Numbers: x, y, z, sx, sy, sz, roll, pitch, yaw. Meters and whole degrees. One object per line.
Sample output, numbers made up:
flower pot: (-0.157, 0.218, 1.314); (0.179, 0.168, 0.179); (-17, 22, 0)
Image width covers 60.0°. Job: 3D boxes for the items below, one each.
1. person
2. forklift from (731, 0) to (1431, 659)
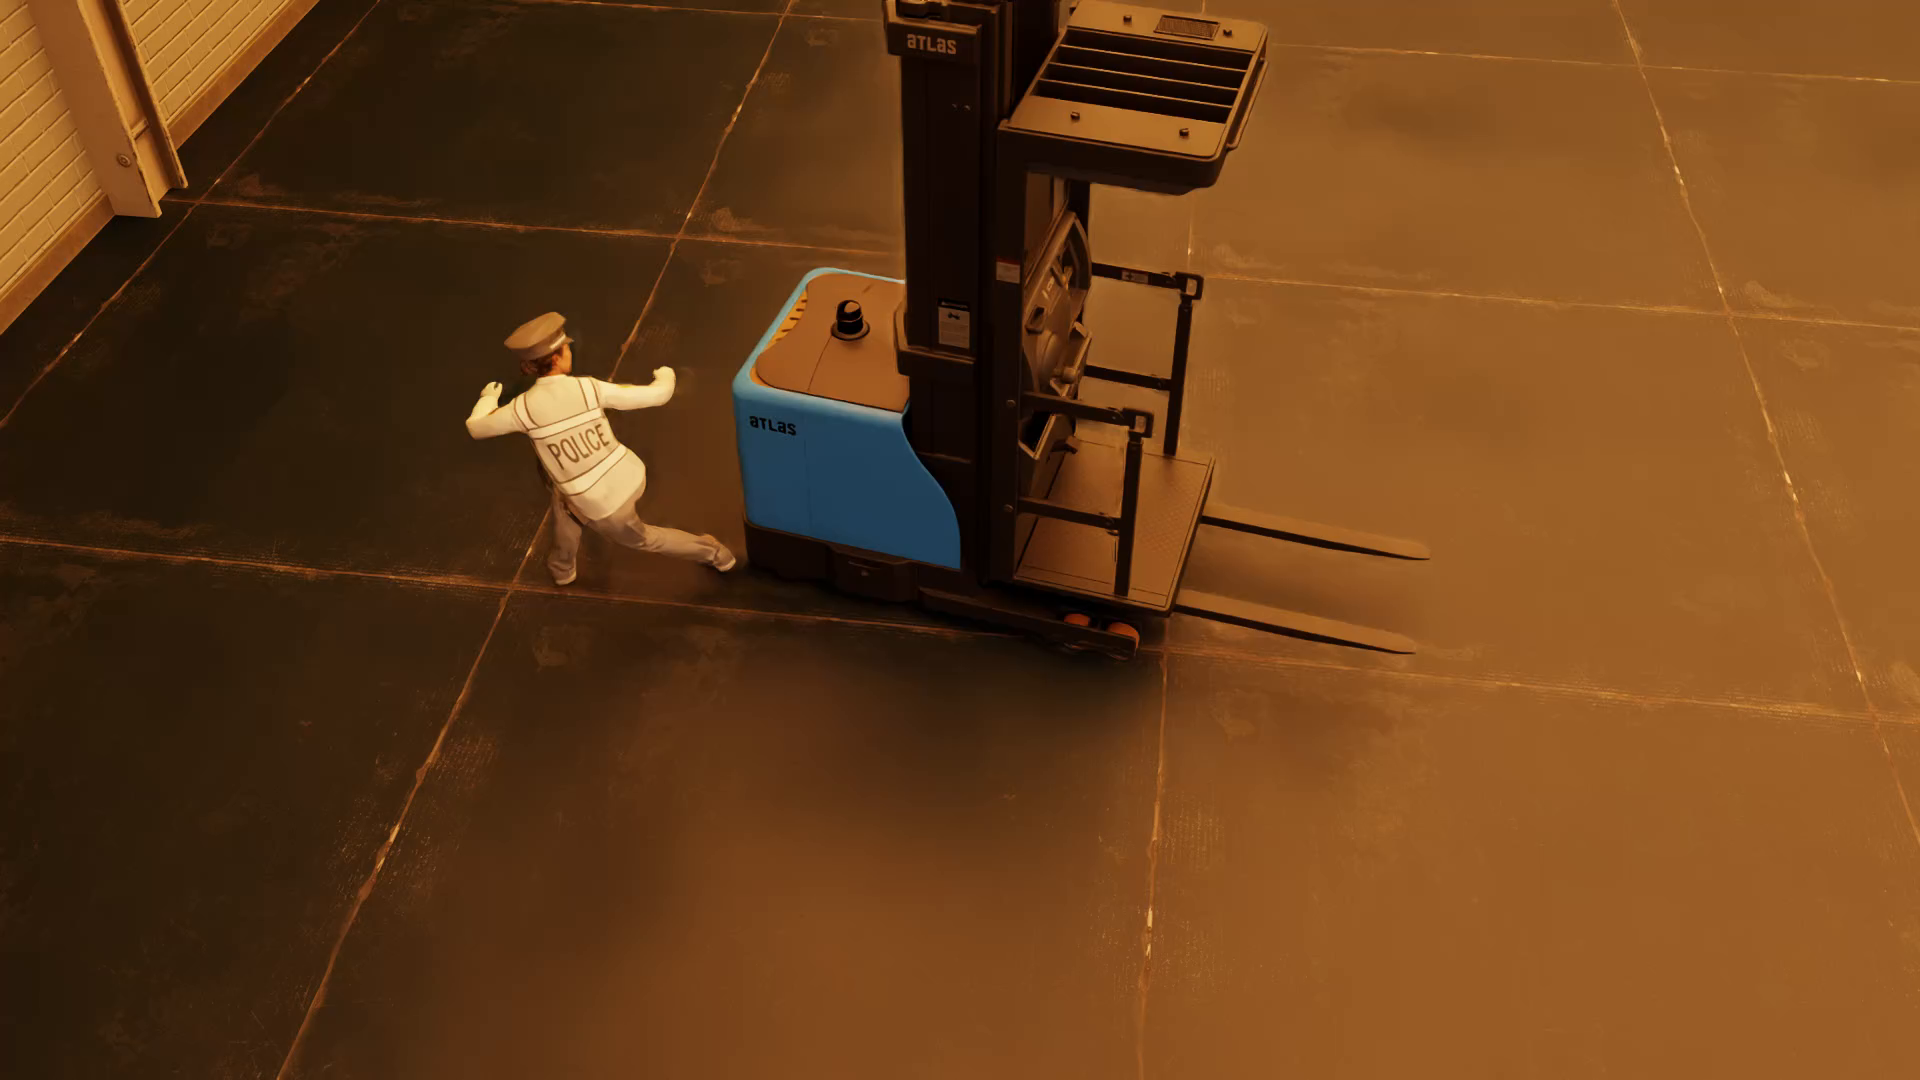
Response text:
person: (-1.601, -0.394, 7.263); (0.961, 1.461, 0.885); (29, 50, 28)
forklift: (0.584, -0.959, 6.768); (3.031, 2.935, 1.130); (12, 44, 13)
